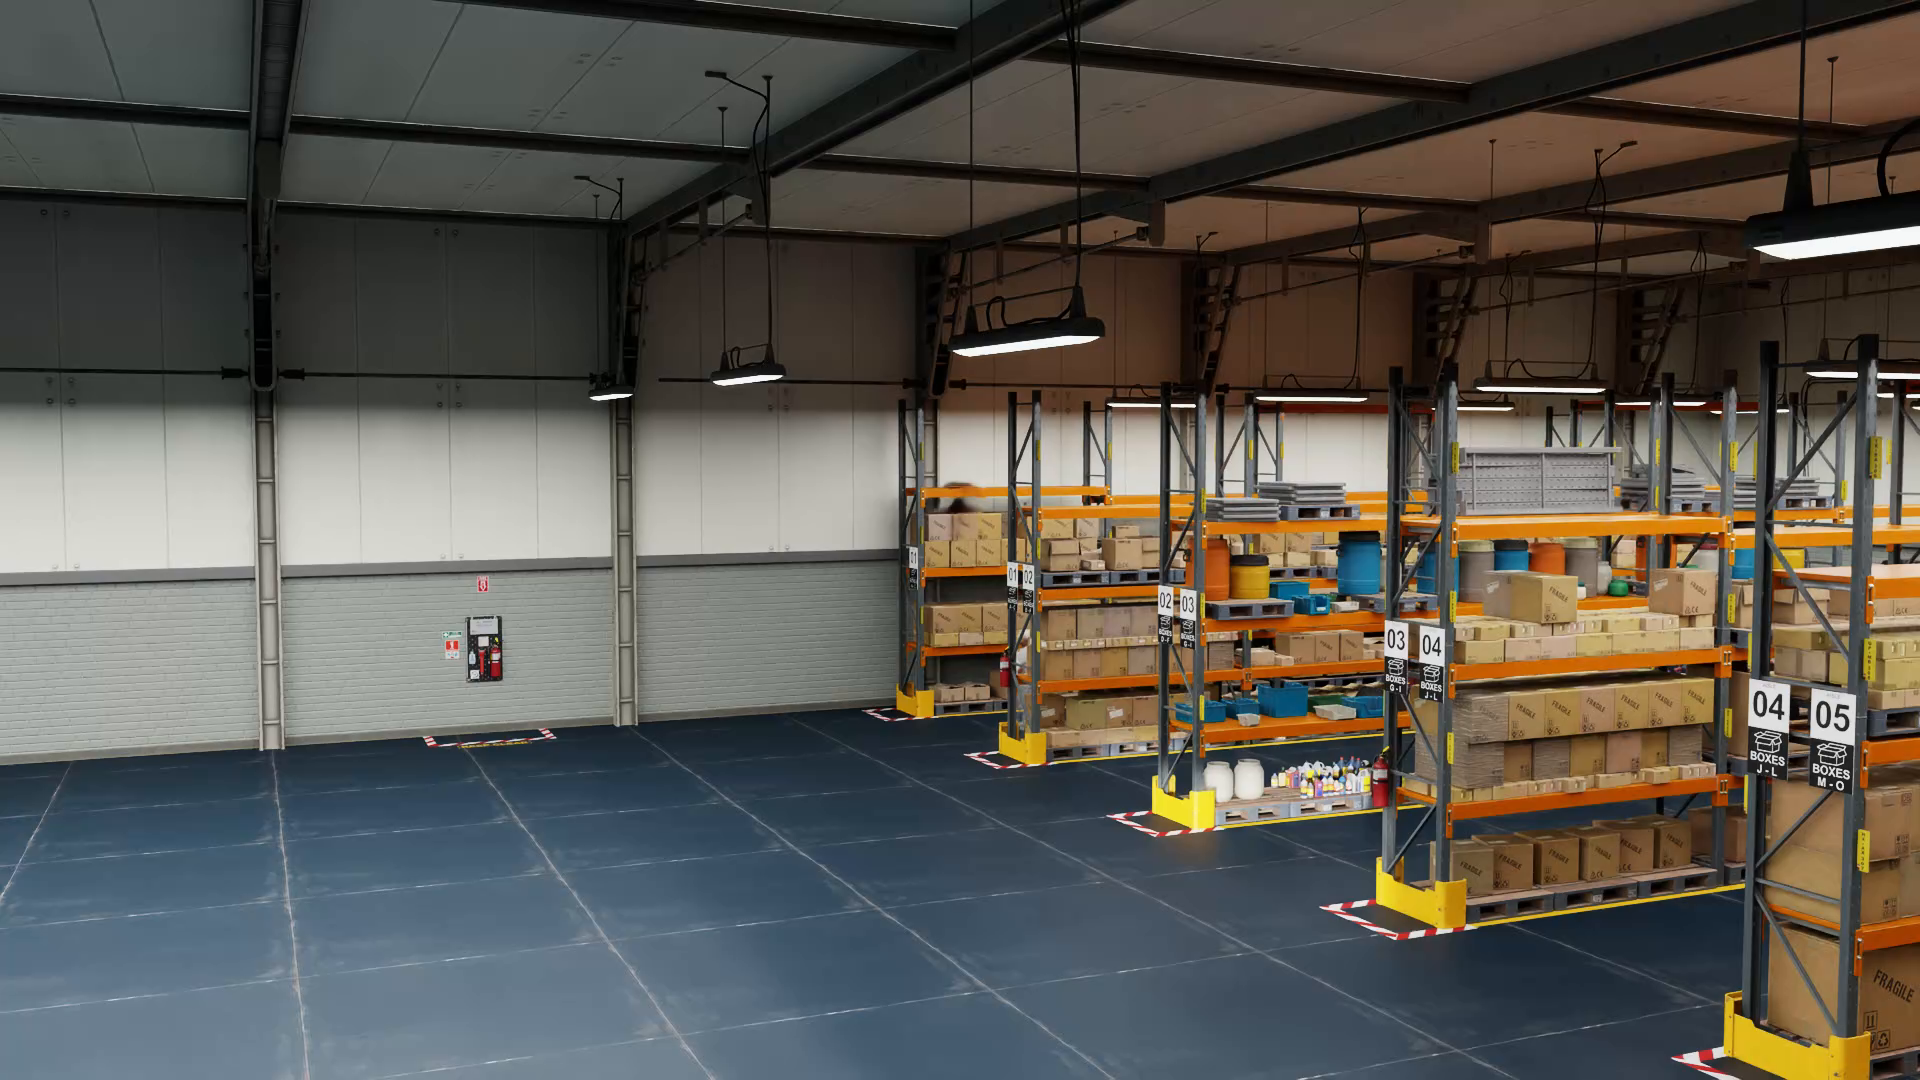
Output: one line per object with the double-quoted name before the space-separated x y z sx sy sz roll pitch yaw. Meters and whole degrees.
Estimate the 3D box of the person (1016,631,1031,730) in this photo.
"person" 1.157 2.536 30.111 0.448 1.809 0.594 1 3 13
